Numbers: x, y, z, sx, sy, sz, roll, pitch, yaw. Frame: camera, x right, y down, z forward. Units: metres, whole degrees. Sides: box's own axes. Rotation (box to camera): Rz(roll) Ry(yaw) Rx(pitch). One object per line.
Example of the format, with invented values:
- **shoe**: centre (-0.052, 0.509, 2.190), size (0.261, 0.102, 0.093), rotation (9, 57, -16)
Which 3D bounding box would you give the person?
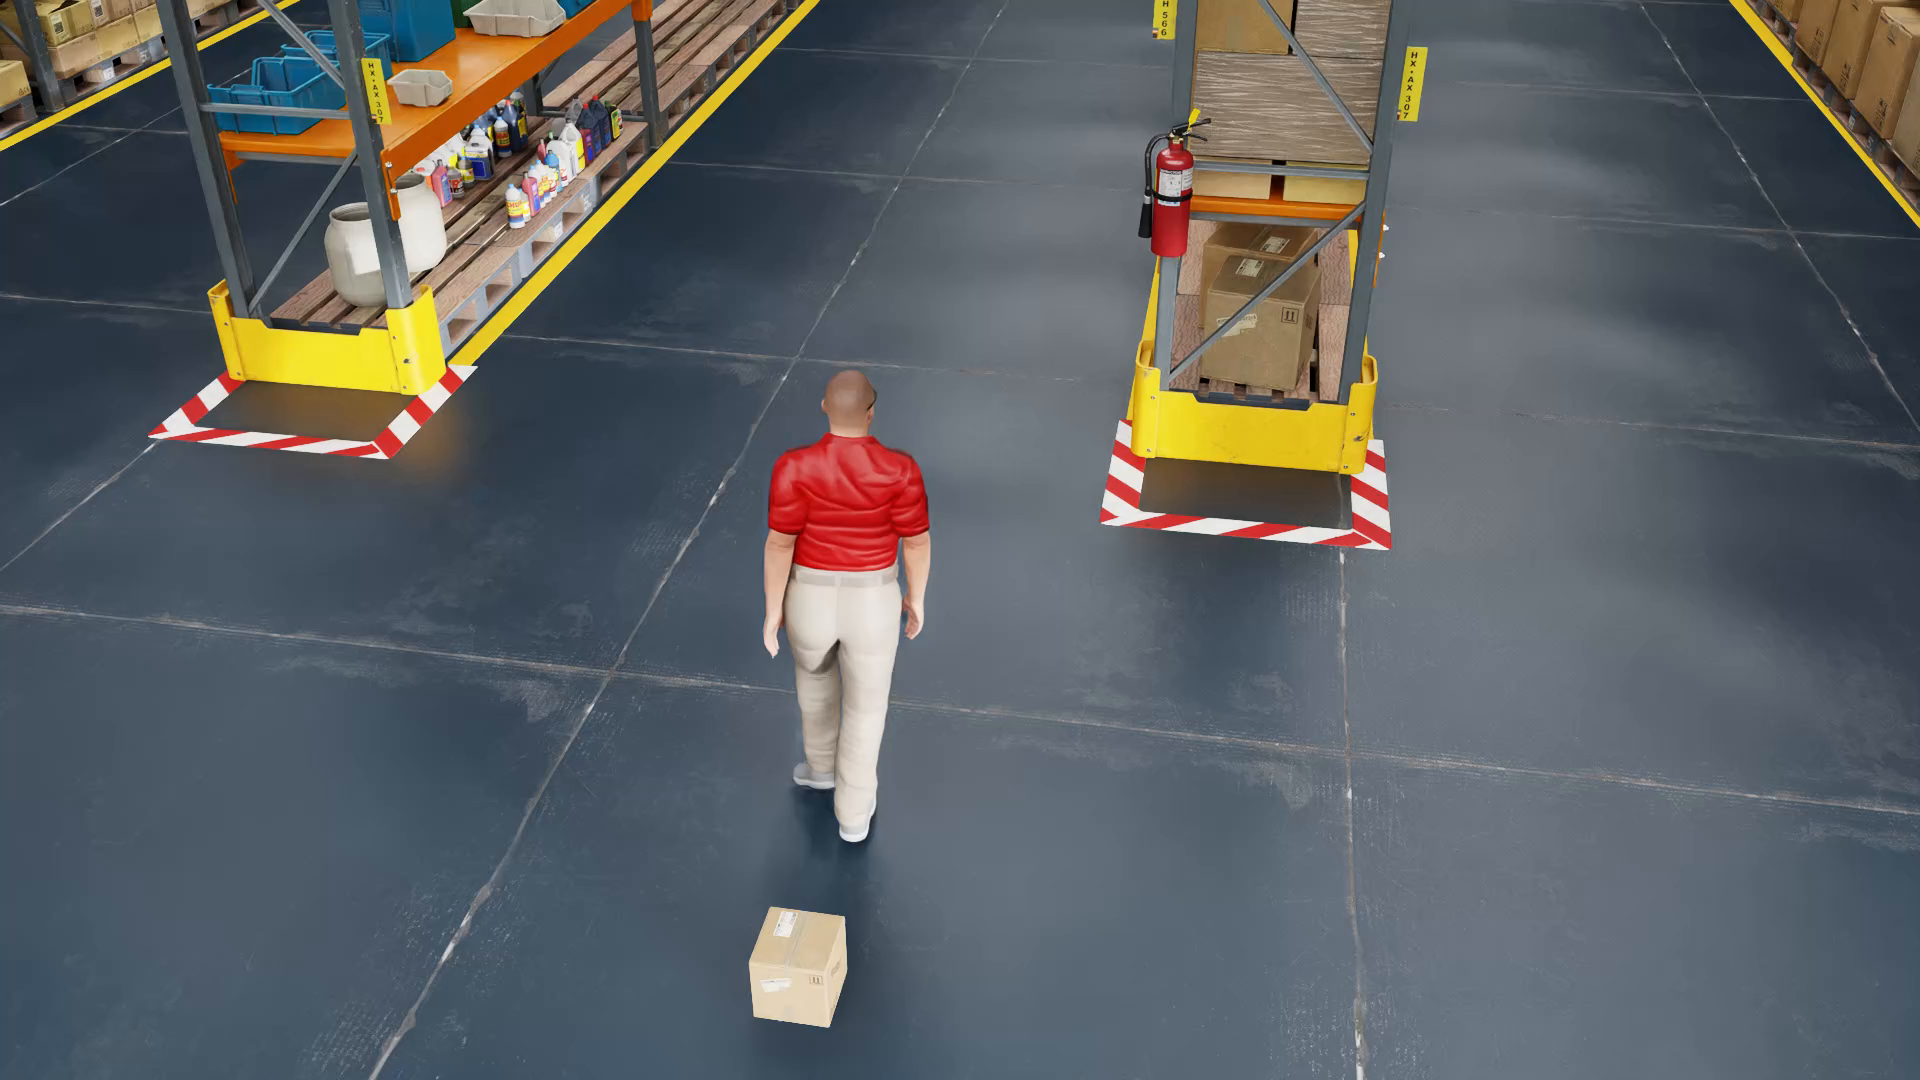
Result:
- **person**: centre (-0.389, 0.280, 5.756), size (0.568, 1.788, 0.509), rotation (2, 32, 3)
